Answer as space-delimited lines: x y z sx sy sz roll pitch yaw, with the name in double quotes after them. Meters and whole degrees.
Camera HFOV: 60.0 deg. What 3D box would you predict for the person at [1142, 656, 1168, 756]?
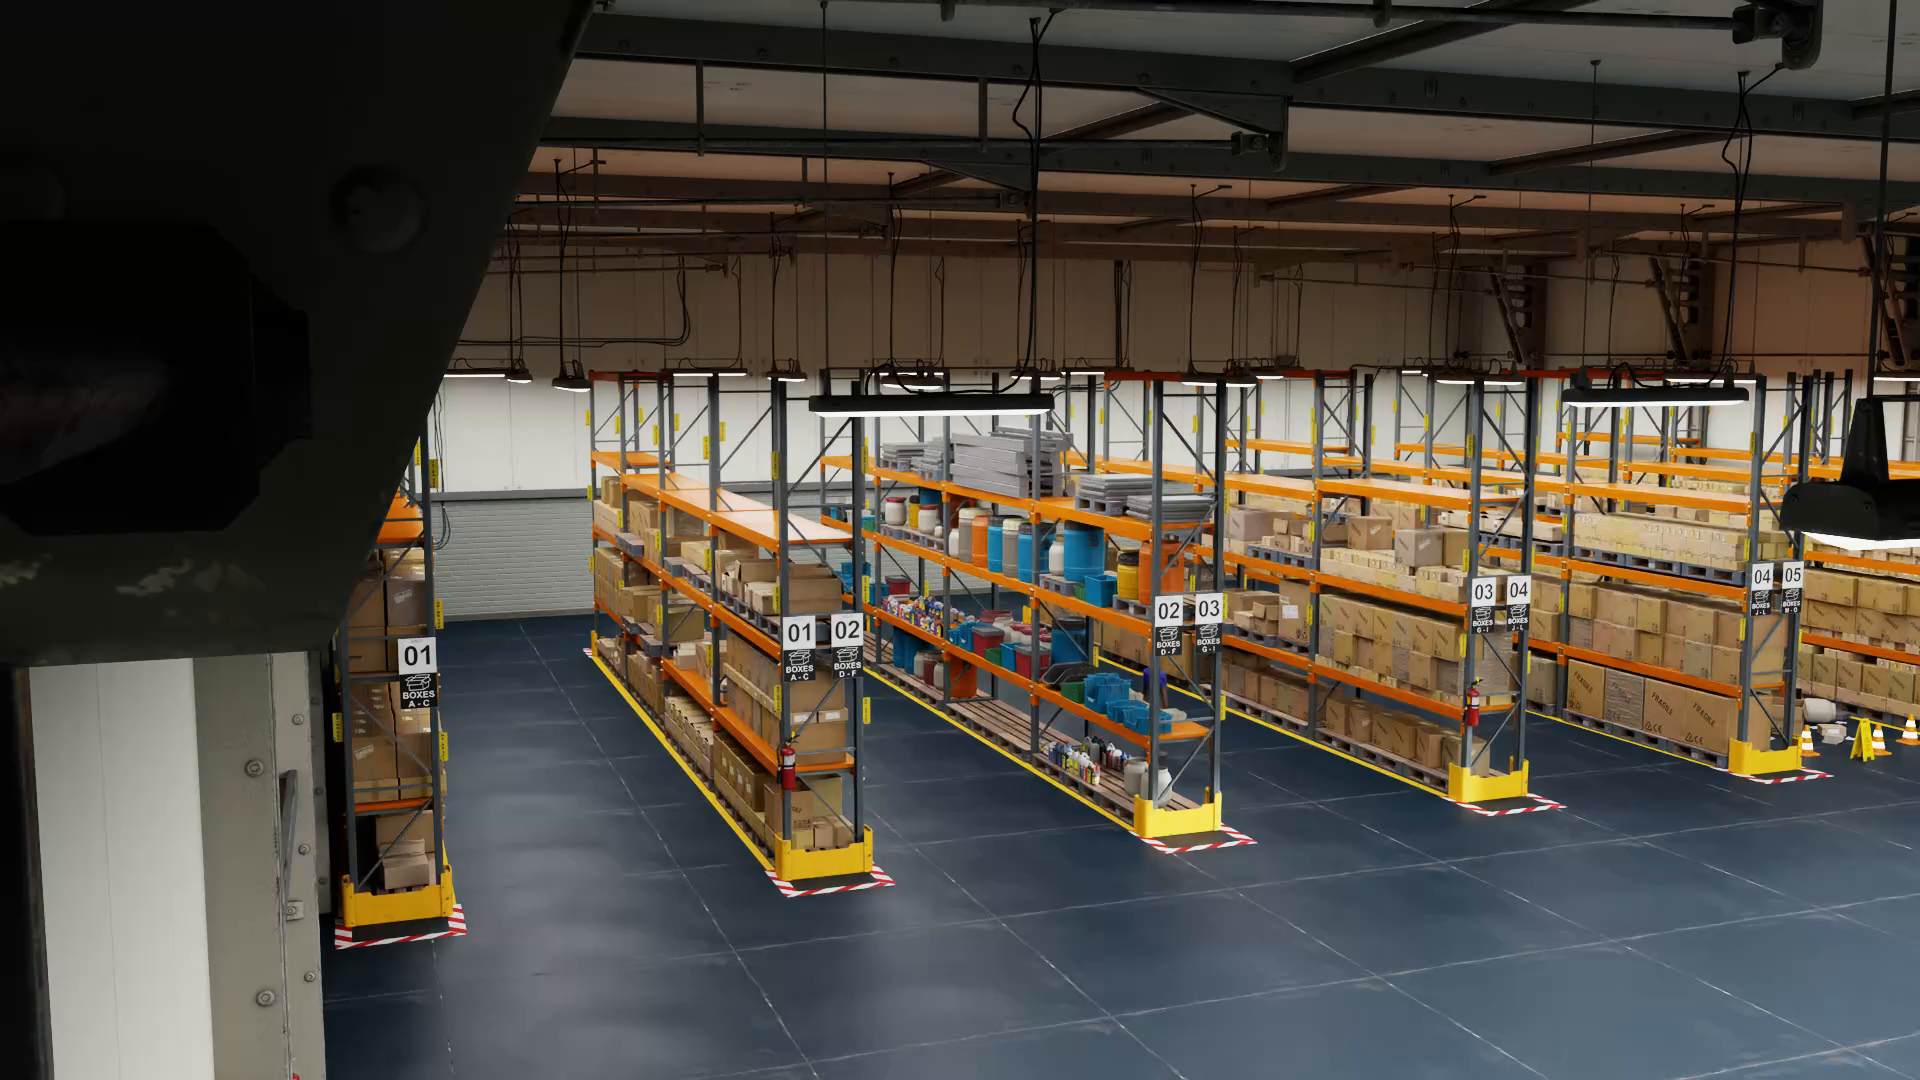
3.111 2.644 26.281 0.376 1.634 0.518 -5 8 -38 "person"
